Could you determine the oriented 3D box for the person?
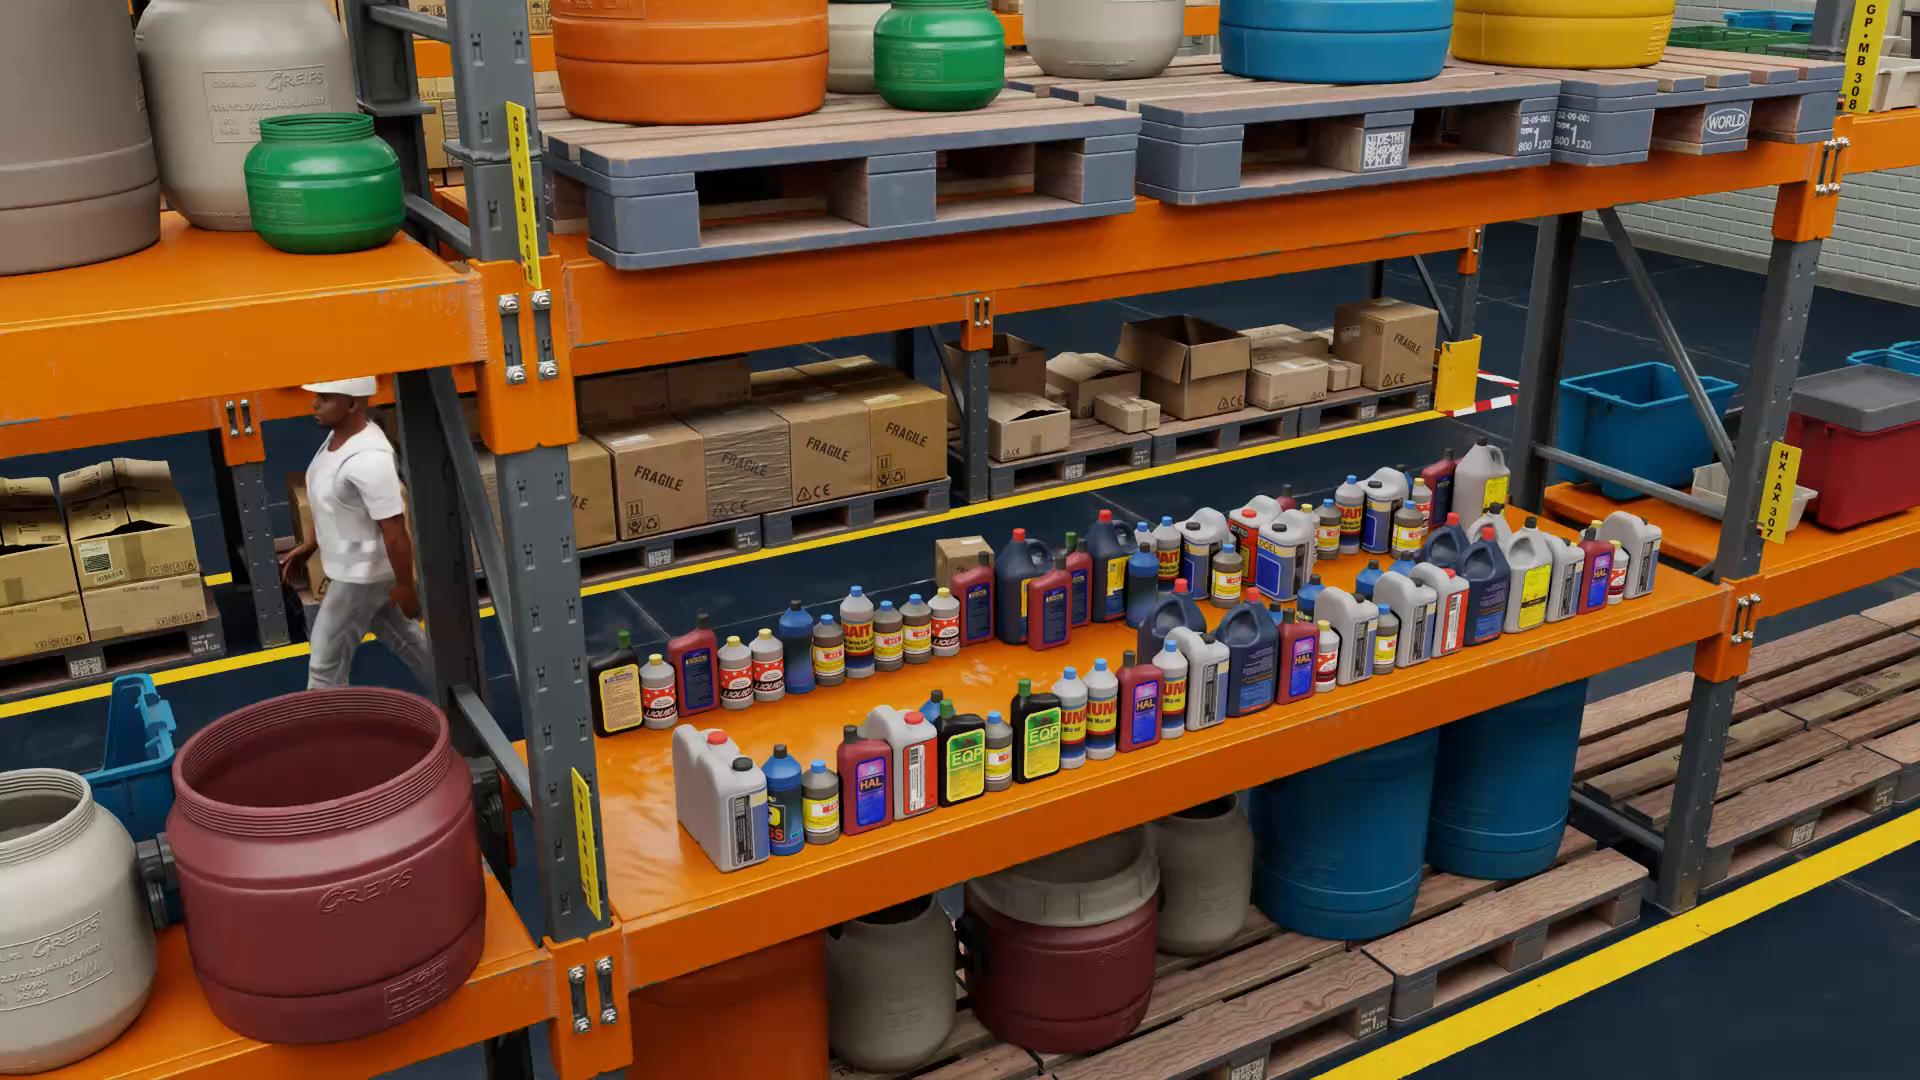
[{"bbox_3d":[-2.524,0.104,6.754,0.967,1.715,0.566,-9,23,-21],"label":"person"}]
